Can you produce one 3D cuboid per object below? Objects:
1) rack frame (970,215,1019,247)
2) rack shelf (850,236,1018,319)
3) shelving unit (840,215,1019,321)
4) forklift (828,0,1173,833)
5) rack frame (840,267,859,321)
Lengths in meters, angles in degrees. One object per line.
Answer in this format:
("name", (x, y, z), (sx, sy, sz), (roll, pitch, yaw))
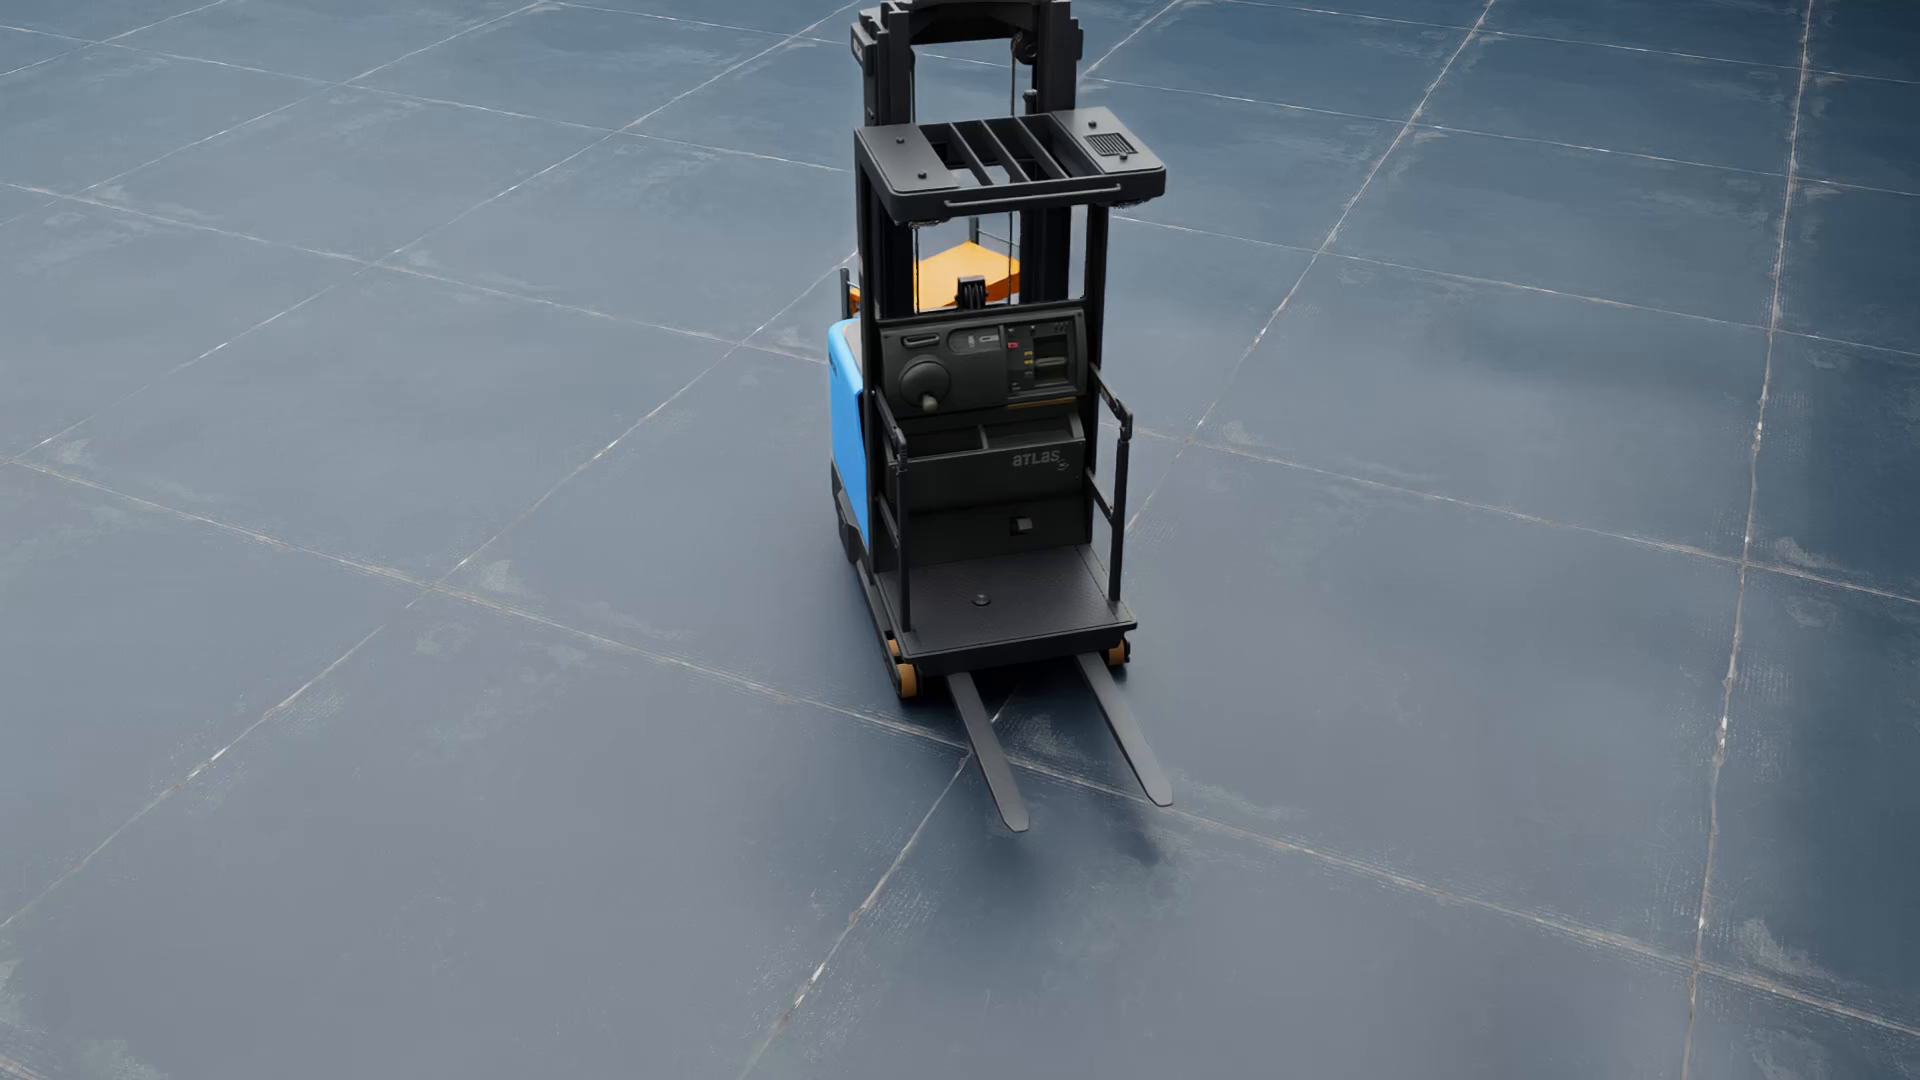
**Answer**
("rack frame", (0.249, -1.302, 9.709), (0.500, 1.125, 0.032), (28, 42, 35))
("rack shelf", (-0.103, -1.345, 9.242), (0.538, 0.278, 1.000), (28, 42, 35))
("shelving unit", (-0.103, -1.100, 9.402), (0.538, 1.125, 1.048), (28, 42, 35))
("forklift", (0.166, -0.732, 7.194), (1.130, 2.935, 3.031), (-8, 34, -12))
("rack frame", (-0.454, -0.899, 9.095), (0.500, 1.125, 0.032), (28, 42, 35))
